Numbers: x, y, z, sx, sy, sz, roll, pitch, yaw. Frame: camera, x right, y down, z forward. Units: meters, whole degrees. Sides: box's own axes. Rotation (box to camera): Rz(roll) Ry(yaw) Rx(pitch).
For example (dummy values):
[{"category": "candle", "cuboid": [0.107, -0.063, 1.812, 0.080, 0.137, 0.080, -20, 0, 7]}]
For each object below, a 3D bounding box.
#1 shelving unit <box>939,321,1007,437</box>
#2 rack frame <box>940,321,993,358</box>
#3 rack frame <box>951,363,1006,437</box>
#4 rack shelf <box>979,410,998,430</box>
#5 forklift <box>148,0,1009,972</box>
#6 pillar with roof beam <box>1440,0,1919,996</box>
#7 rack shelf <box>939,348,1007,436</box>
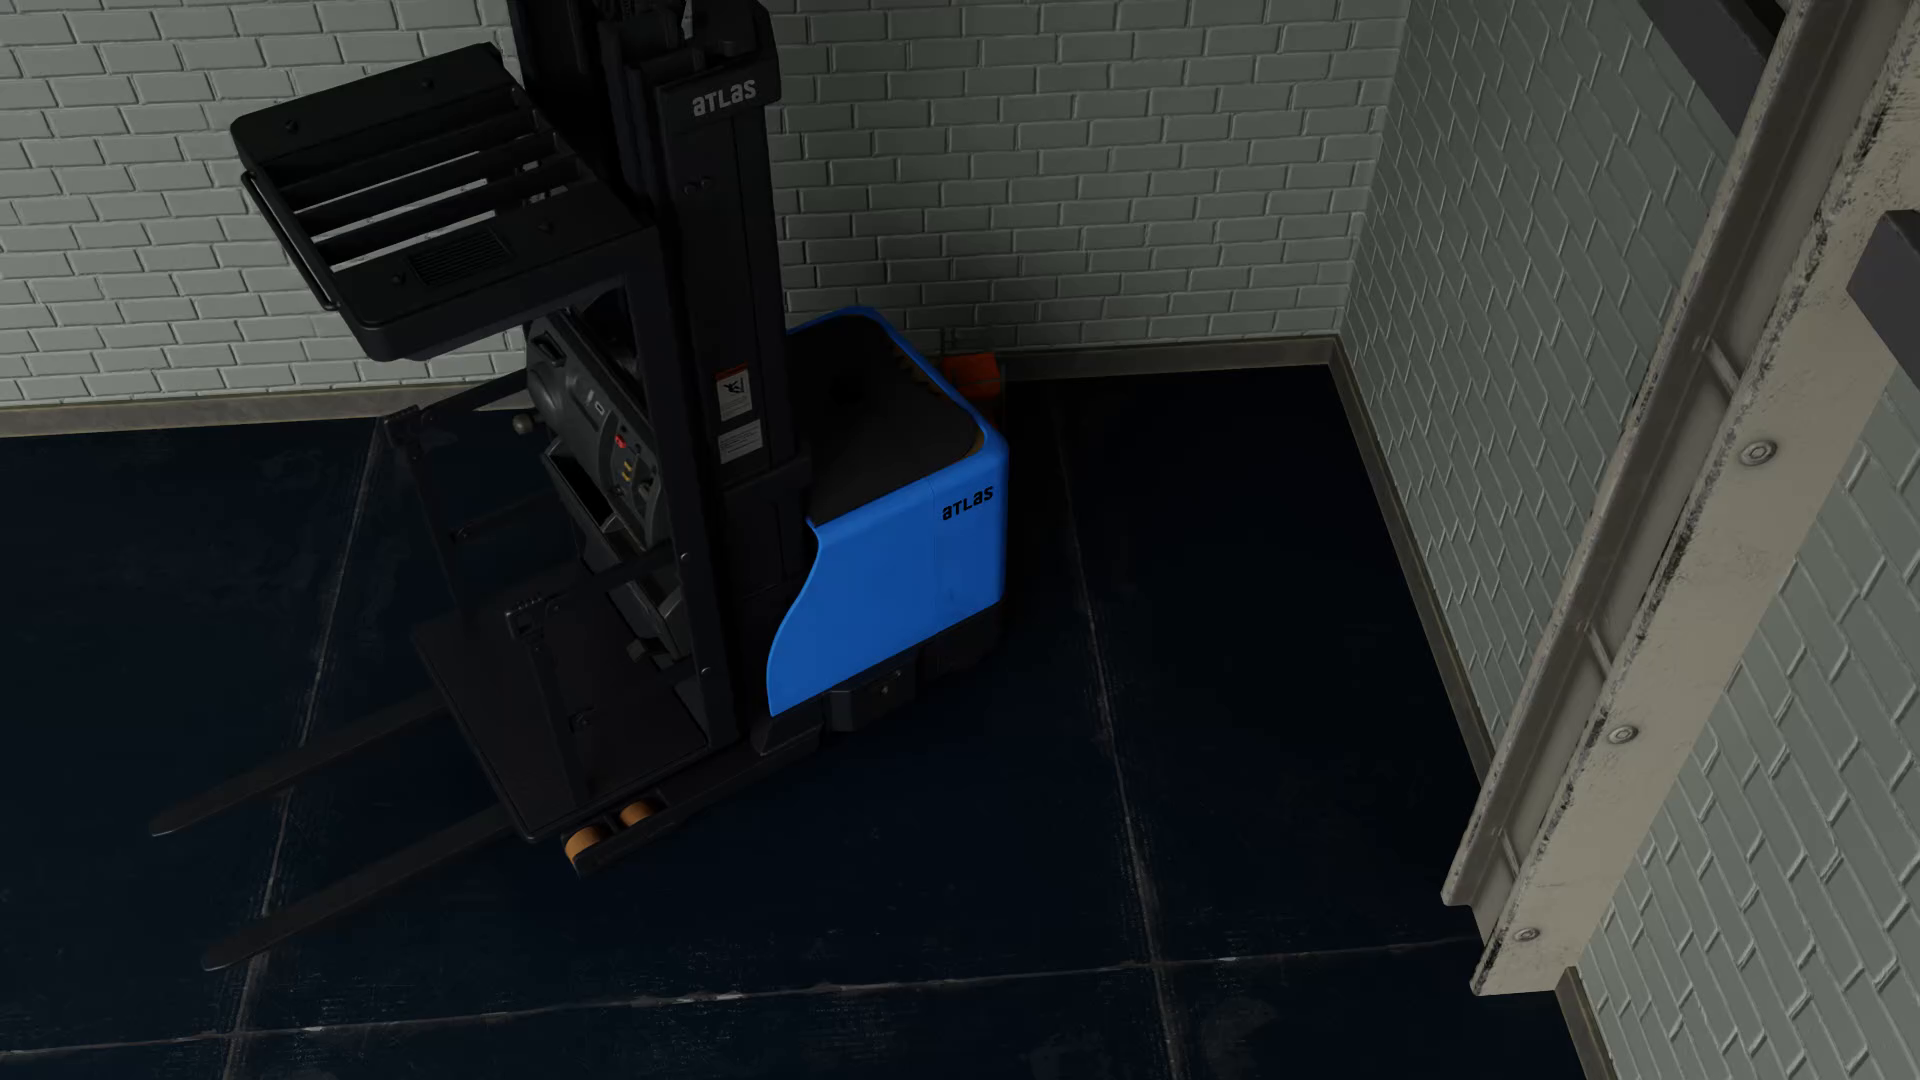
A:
[{"category": "shelving unit", "cuboid": [0.046, -0.354, 6.498, 0.215, 1.050, 0.252, -7, 47, -7]}, {"category": "rack frame", "cuboid": [0.025, -0.441, 6.581, 0.200, 1.050, 0.008, -7, 47, -7]}, {"category": "rack frame", "cuboid": [0.068, -0.266, 6.416, 0.200, 1.050, 0.008, -7, 47, -7]}, {"category": "rack shelf", "cuboid": [0.046, -0.346, 6.506, 0.215, 0.259, 0.240, -7, 47, -7]}, {"category": "forklift", "cuboid": [-1.323, -0.295, 5.147, 3.031, 2.935, 1.130, -26, 52, -22]}, {"category": "pillar with roof beam", "cuboid": [-2.463, -1.487, 2.097, 9.100, 9.000, 0.400, -3, 47, -3]}, {"category": "rack shelf", "cuboid": [0.046, -0.541, 6.300, 0.215, 0.259, 0.240, -7, 47, -7]}]
